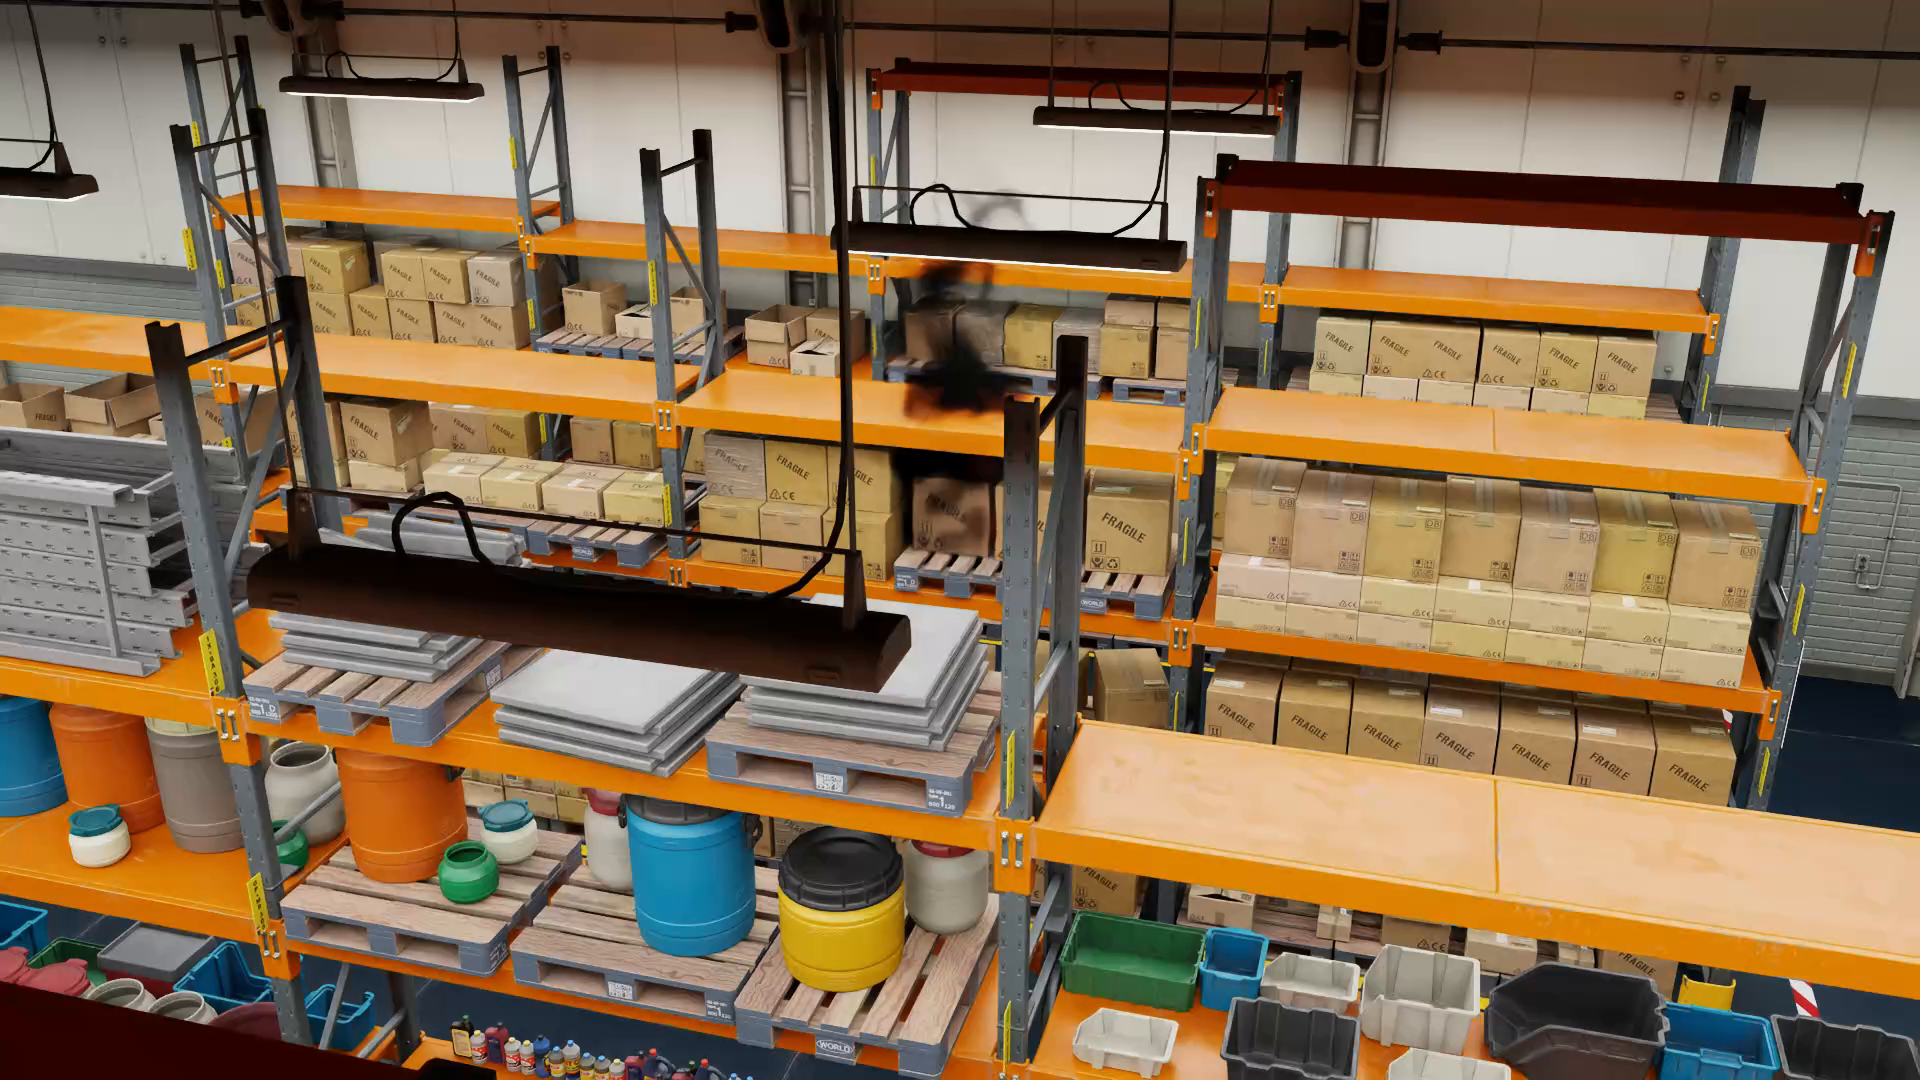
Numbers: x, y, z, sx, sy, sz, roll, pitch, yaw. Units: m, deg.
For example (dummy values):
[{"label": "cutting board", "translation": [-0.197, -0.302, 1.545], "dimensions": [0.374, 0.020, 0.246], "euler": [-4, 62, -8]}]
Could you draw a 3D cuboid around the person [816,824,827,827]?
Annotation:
[{"label": "person", "translation": [-0.882, 2.629, 11.519], "dimensions": [0.522, 1.694, 0.660], "euler": [2, 23, 6]}]
